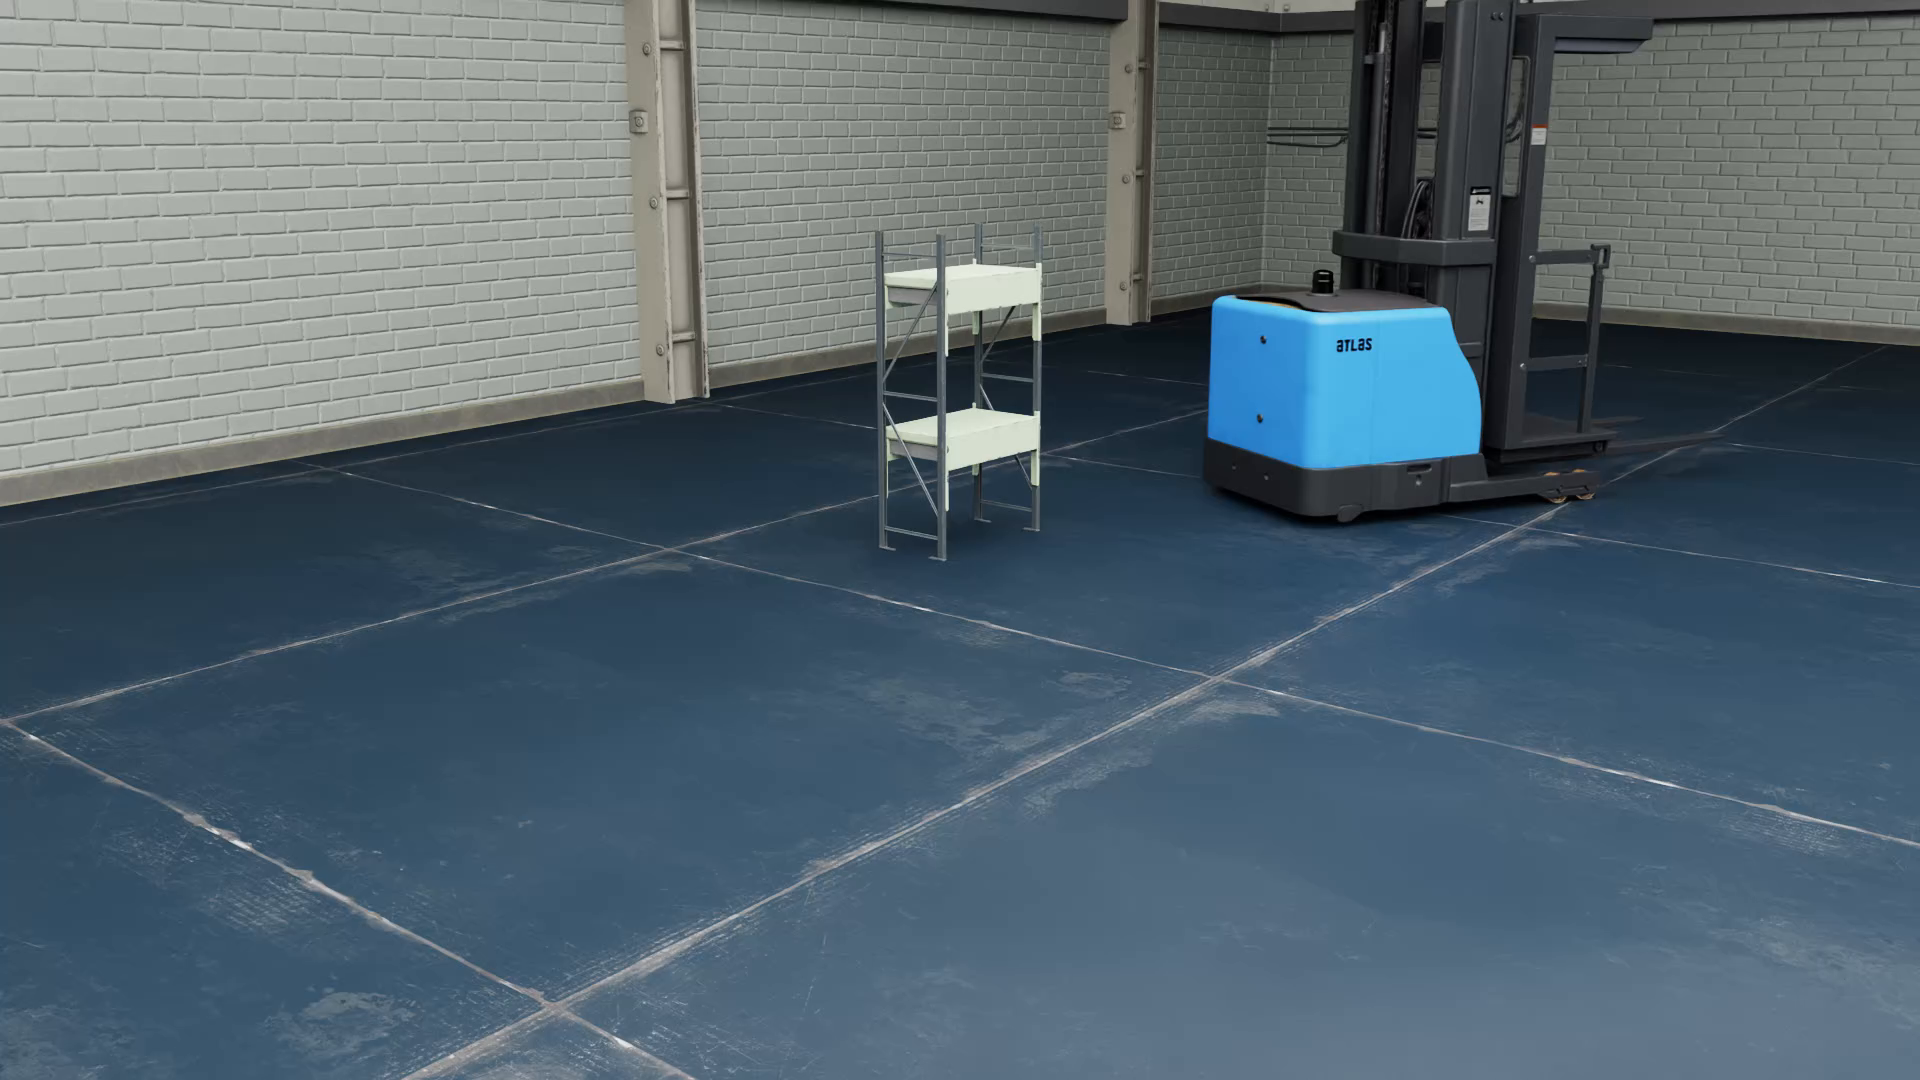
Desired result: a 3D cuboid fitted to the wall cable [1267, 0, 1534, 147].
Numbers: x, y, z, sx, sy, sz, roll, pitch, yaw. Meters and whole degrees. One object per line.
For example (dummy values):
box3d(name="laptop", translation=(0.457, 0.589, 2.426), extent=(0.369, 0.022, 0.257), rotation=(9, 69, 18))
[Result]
box3d(name="wall cable", translation=(4.564, -5.408, 17.443), extent=(3.097, 2.526, 0.112), rotation=(11, 18, 38))

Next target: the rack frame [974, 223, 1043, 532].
box3d(name="rack frame", translation=(0.234, -0.798, 8.219), extent=(0.400, 1.500, 0.023), rotation=(11, 18, 38))

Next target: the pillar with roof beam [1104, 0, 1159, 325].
box3d(name="pillar with roof beam", translation=(5.033, -5.888, 13.023), extent=(9.100, 9.000, 0.400), rotation=(11, 18, 38))

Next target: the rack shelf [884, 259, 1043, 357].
box3d(name="rack shelf", translation=(0.004, -1.106, 7.847), extent=(0.431, 0.370, 0.720), rotation=(11, 18, 38))

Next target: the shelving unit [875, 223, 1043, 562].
box3d(name="shelving unit", translation=(0.004, -0.728, 7.943), extent=(0.431, 1.500, 0.755), rotation=(11, 18, 38))

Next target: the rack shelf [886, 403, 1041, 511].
box3d(name="rack shelf", translation=(0.004, -0.412, 8.024), extent=(0.431, 0.370, 0.720), rotation=(11, 18, 38))

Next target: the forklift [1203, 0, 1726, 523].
box3d(name="forklift", translation=(2.897, -1.728, 8.974), extent=(3.031, 2.935, 1.130), rotation=(-6, 16, -23))

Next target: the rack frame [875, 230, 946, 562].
box3d(name="rack frame", translation=(-0.226, -0.658, 7.667), extent=(0.400, 1.500, 0.023), rotation=(11, 18, 38))

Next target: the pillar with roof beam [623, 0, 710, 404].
box3d(name="pillar with roof beam", translation=(1.262, -4.739, 8.500), extent=(9.100, 9.000, 0.400), rotation=(11, 18, 38))
